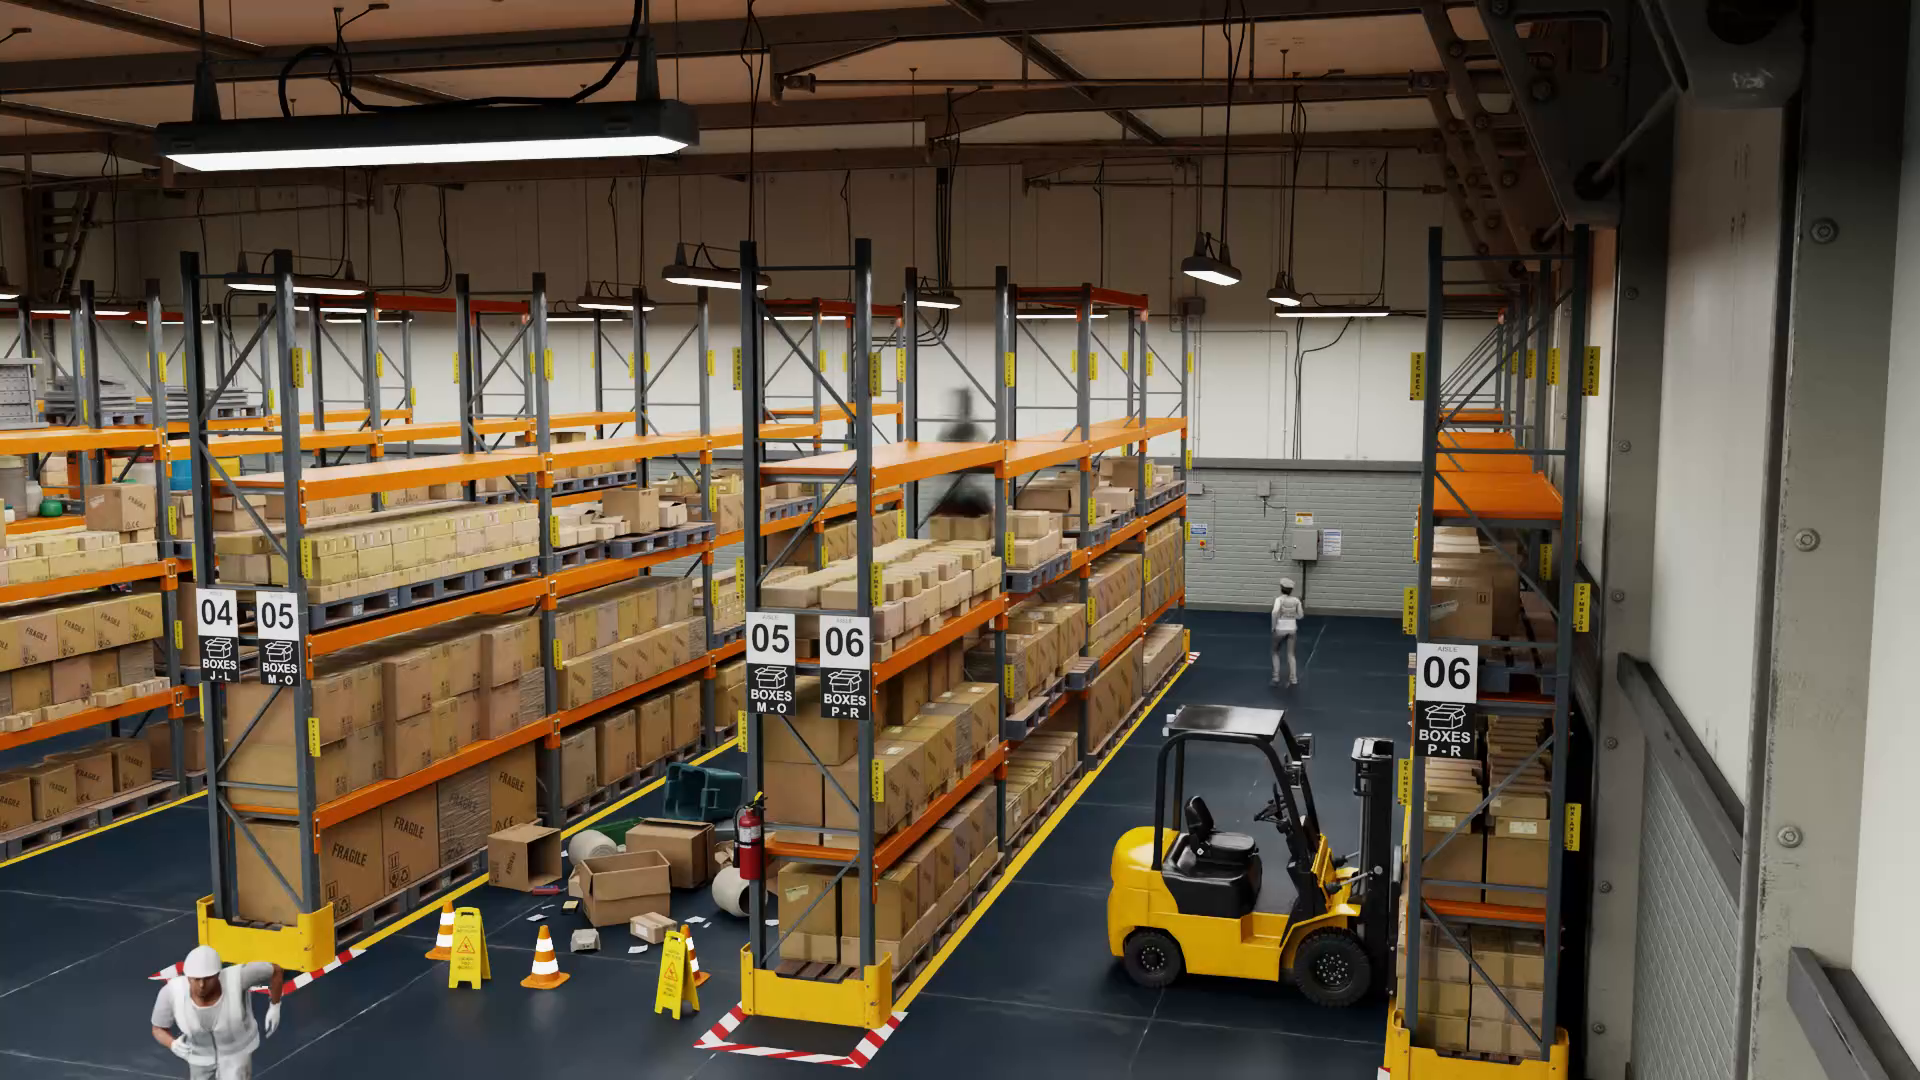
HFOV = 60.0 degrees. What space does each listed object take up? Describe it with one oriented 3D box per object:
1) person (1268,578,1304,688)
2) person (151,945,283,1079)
[{"bbox_3d":[5.020,1.459,25.581,0.600,1.740,0.782,-1,6,-6],"label":"person"},{"bbox_3d":[-4.545,3.220,10.259,0.727,1.721,1.013,-2,7,-14],"label":"person"}]
